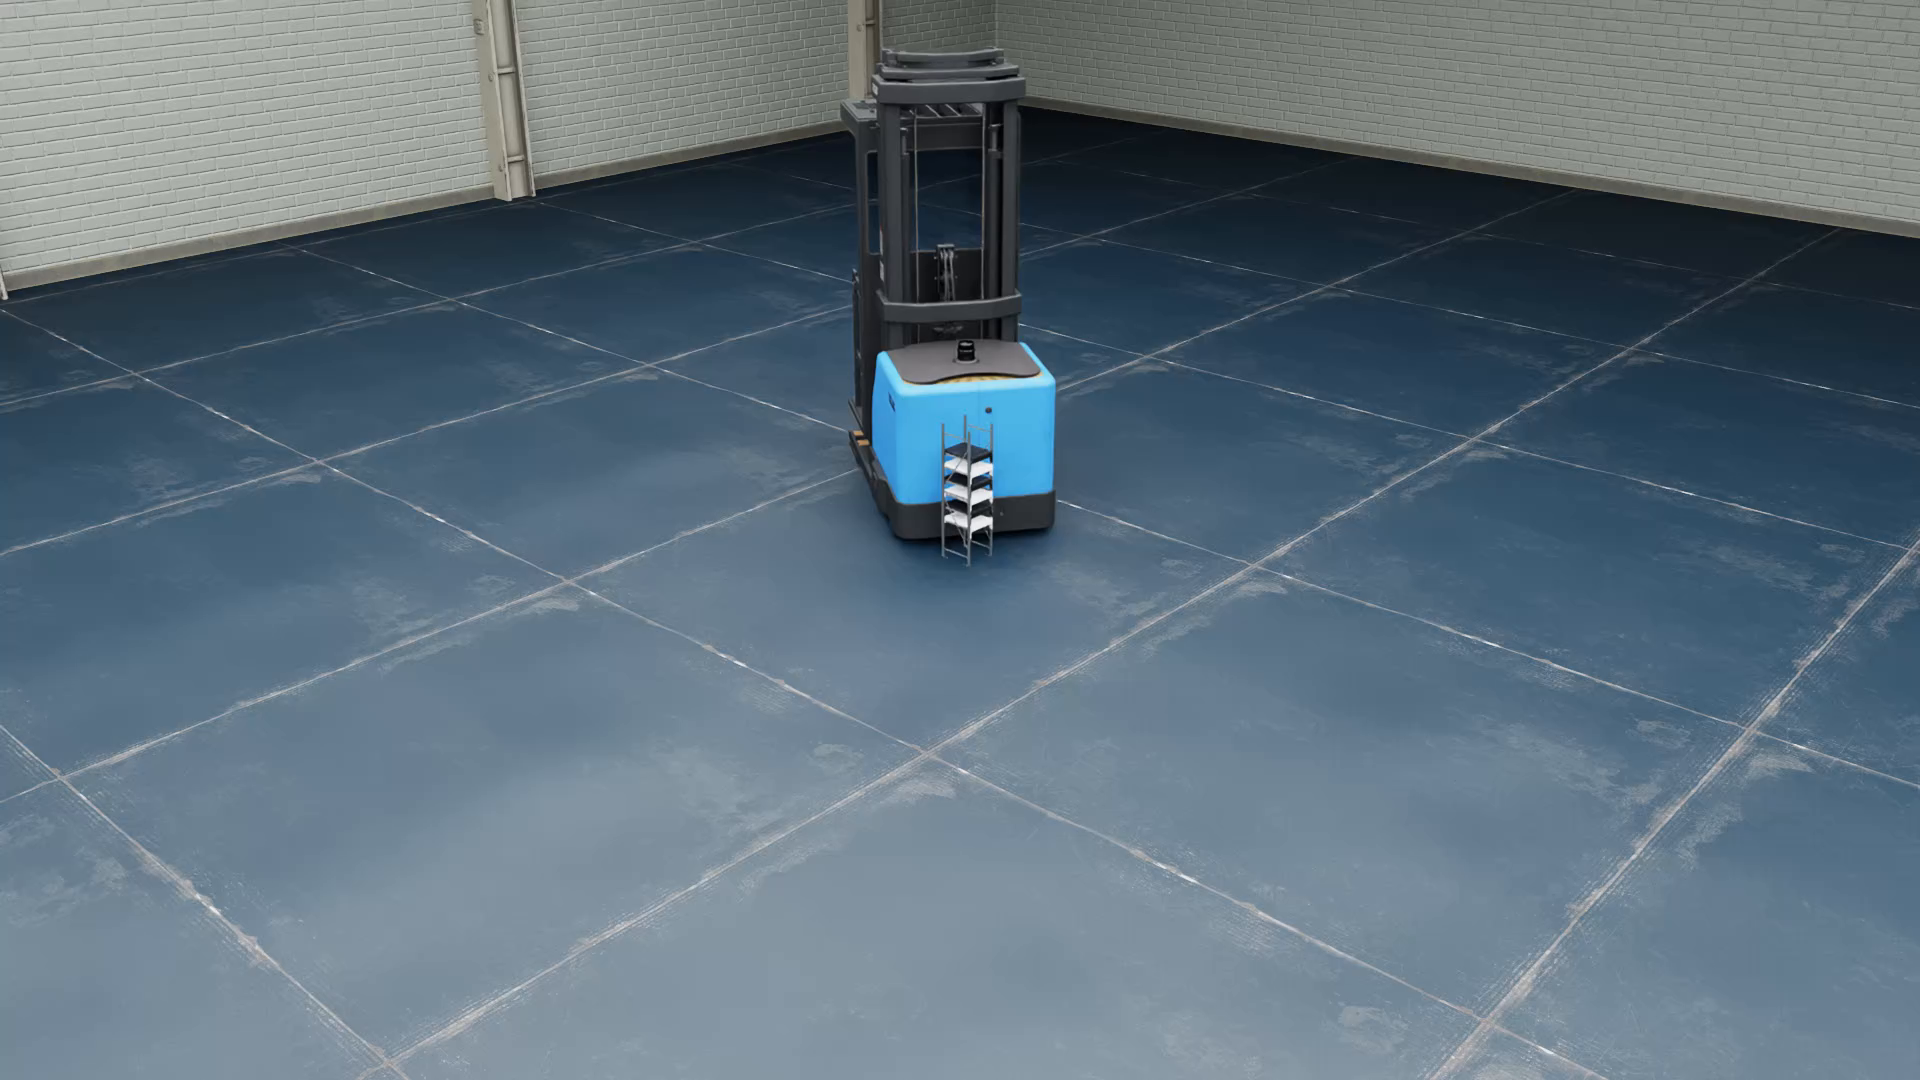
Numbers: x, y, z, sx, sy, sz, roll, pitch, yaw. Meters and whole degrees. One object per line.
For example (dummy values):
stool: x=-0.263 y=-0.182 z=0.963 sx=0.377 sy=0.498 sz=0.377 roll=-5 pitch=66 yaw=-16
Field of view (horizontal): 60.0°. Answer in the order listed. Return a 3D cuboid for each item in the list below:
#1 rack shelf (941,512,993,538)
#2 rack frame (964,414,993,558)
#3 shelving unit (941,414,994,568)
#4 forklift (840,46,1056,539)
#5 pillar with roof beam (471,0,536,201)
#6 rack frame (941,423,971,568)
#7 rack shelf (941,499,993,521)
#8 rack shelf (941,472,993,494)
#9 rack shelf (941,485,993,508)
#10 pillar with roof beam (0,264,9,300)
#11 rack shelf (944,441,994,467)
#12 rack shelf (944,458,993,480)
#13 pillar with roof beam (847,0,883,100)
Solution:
rack shelf: x=0.044 y=-0.108 z=10.413 sx=0.258 sy=0.077 sz=0.200 roll=21 pitch=31 yaw=38
rack frame: x=0.113 y=-0.334 z=10.394 sx=0.240 sy=0.900 sz=0.006 roll=21 pitch=31 yaw=38
shelving unit: x=0.044 y=-0.303 z=10.326 sx=0.258 sy=0.900 sz=0.210 roll=21 pitch=31 yaw=38
forklift: x=-0.195 y=-1.918 z=11.445 sx=1.130 sy=2.935 sz=3.031 roll=-5 pitch=25 yaw=-11
pillar with roof beam: x=-2.132 y=-7.050 z=15.474 sx=9.100 sy=9.000 sz=0.400 roll=20 pitch=31 yaw=38
rack frame: x=-0.024 y=-0.272 z=10.258 sx=0.240 sy=0.900 sz=0.006 roll=21 pitch=31 yaw=38
rack shelf: x=0.044 y=-0.190 z=10.376 sx=0.258 sy=0.077 sz=0.200 roll=21 pitch=31 yaw=38
rack shelf: x=0.044 y=-0.355 z=10.302 sx=0.258 sy=0.077 sz=0.200 roll=21 pitch=31 yaw=38
rack shelf: x=0.044 y=-0.273 z=10.339 sx=0.258 sy=0.077 sz=0.200 roll=21 pitch=31 yaw=38
pillar with roof beam: x=-6.136 y=-5.222 z=11.397 sx=9.100 sy=9.000 sz=0.400 roll=20 pitch=31 yaw=38
rack shelf: x=0.044 y=-0.519 z=10.229 sx=0.258 sy=0.077 sz=0.200 roll=21 pitch=31 yaw=38
rack shelf: x=0.044 y=-0.437 z=10.266 sx=0.258 sy=0.077 sz=0.200 roll=21 pitch=31 yaw=38
pillar with roof beam: x=1.873 y=-8.878 z=19.551 sx=9.100 sy=9.000 sz=0.400 roll=20 pitch=31 yaw=38
